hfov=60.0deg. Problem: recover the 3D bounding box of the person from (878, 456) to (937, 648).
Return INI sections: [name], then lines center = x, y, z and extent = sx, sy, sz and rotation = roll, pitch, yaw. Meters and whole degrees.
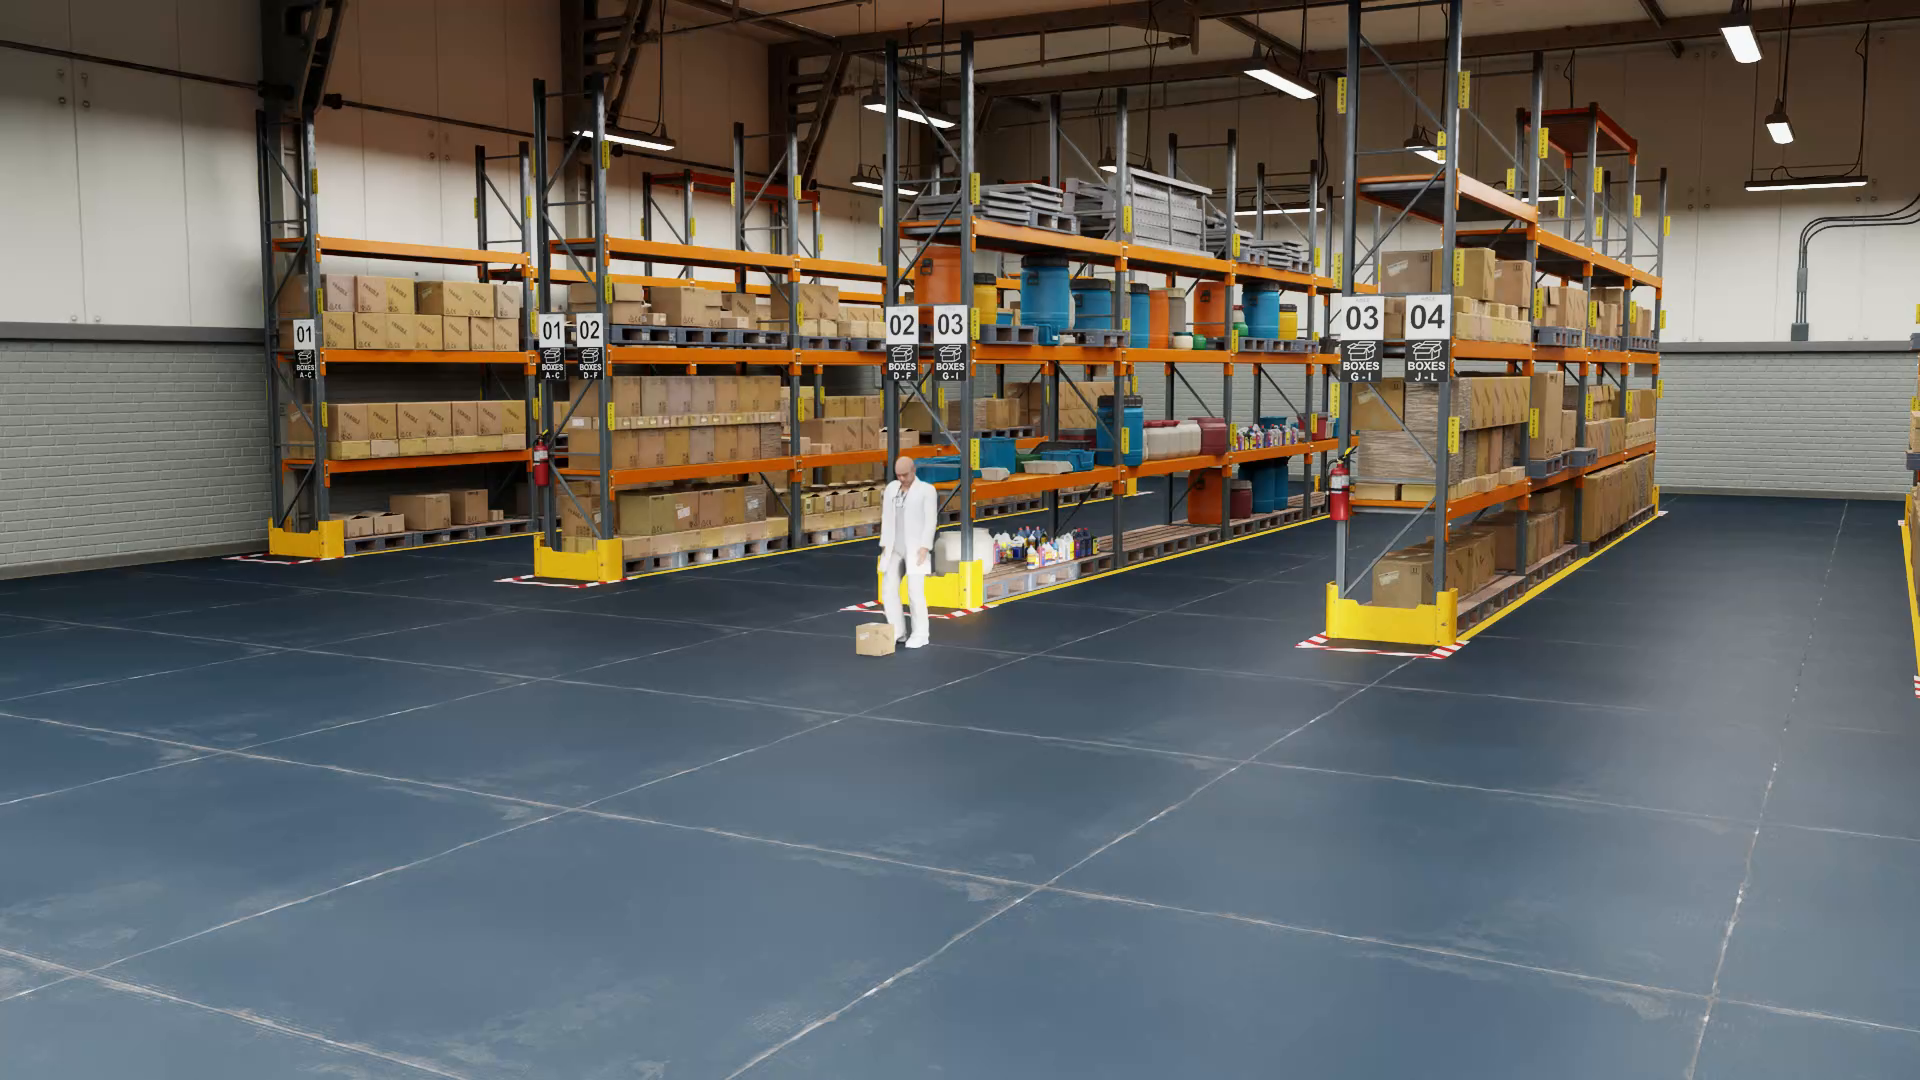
[person]
center = -0.480, 0.104, 15.227
extent = 0.579, 1.753, 0.395
rotation = 3, 7, 30
